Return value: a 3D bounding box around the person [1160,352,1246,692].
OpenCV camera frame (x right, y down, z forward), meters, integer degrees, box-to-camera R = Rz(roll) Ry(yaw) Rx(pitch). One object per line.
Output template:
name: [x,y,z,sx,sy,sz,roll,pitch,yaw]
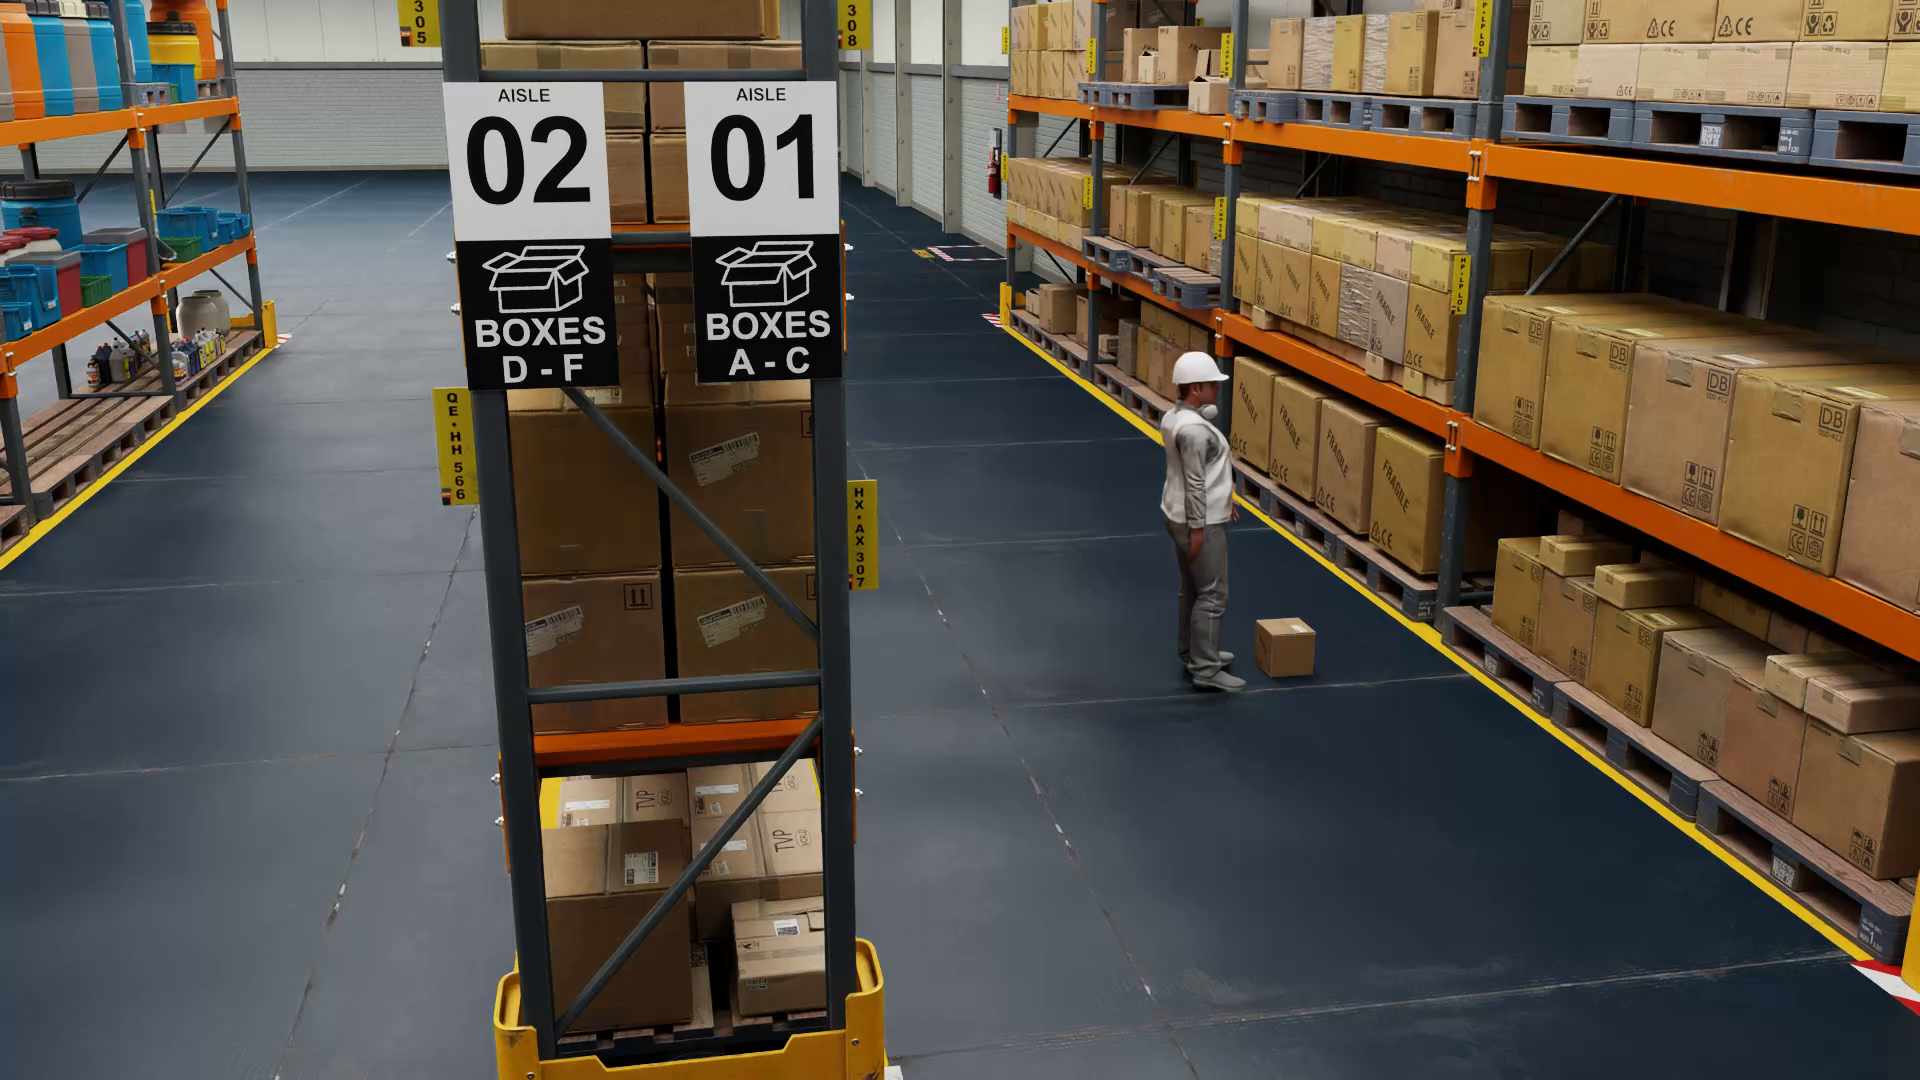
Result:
person: [1.307,-0.108,8.835,0.476,1.799,0.556,-2,16,-6]
